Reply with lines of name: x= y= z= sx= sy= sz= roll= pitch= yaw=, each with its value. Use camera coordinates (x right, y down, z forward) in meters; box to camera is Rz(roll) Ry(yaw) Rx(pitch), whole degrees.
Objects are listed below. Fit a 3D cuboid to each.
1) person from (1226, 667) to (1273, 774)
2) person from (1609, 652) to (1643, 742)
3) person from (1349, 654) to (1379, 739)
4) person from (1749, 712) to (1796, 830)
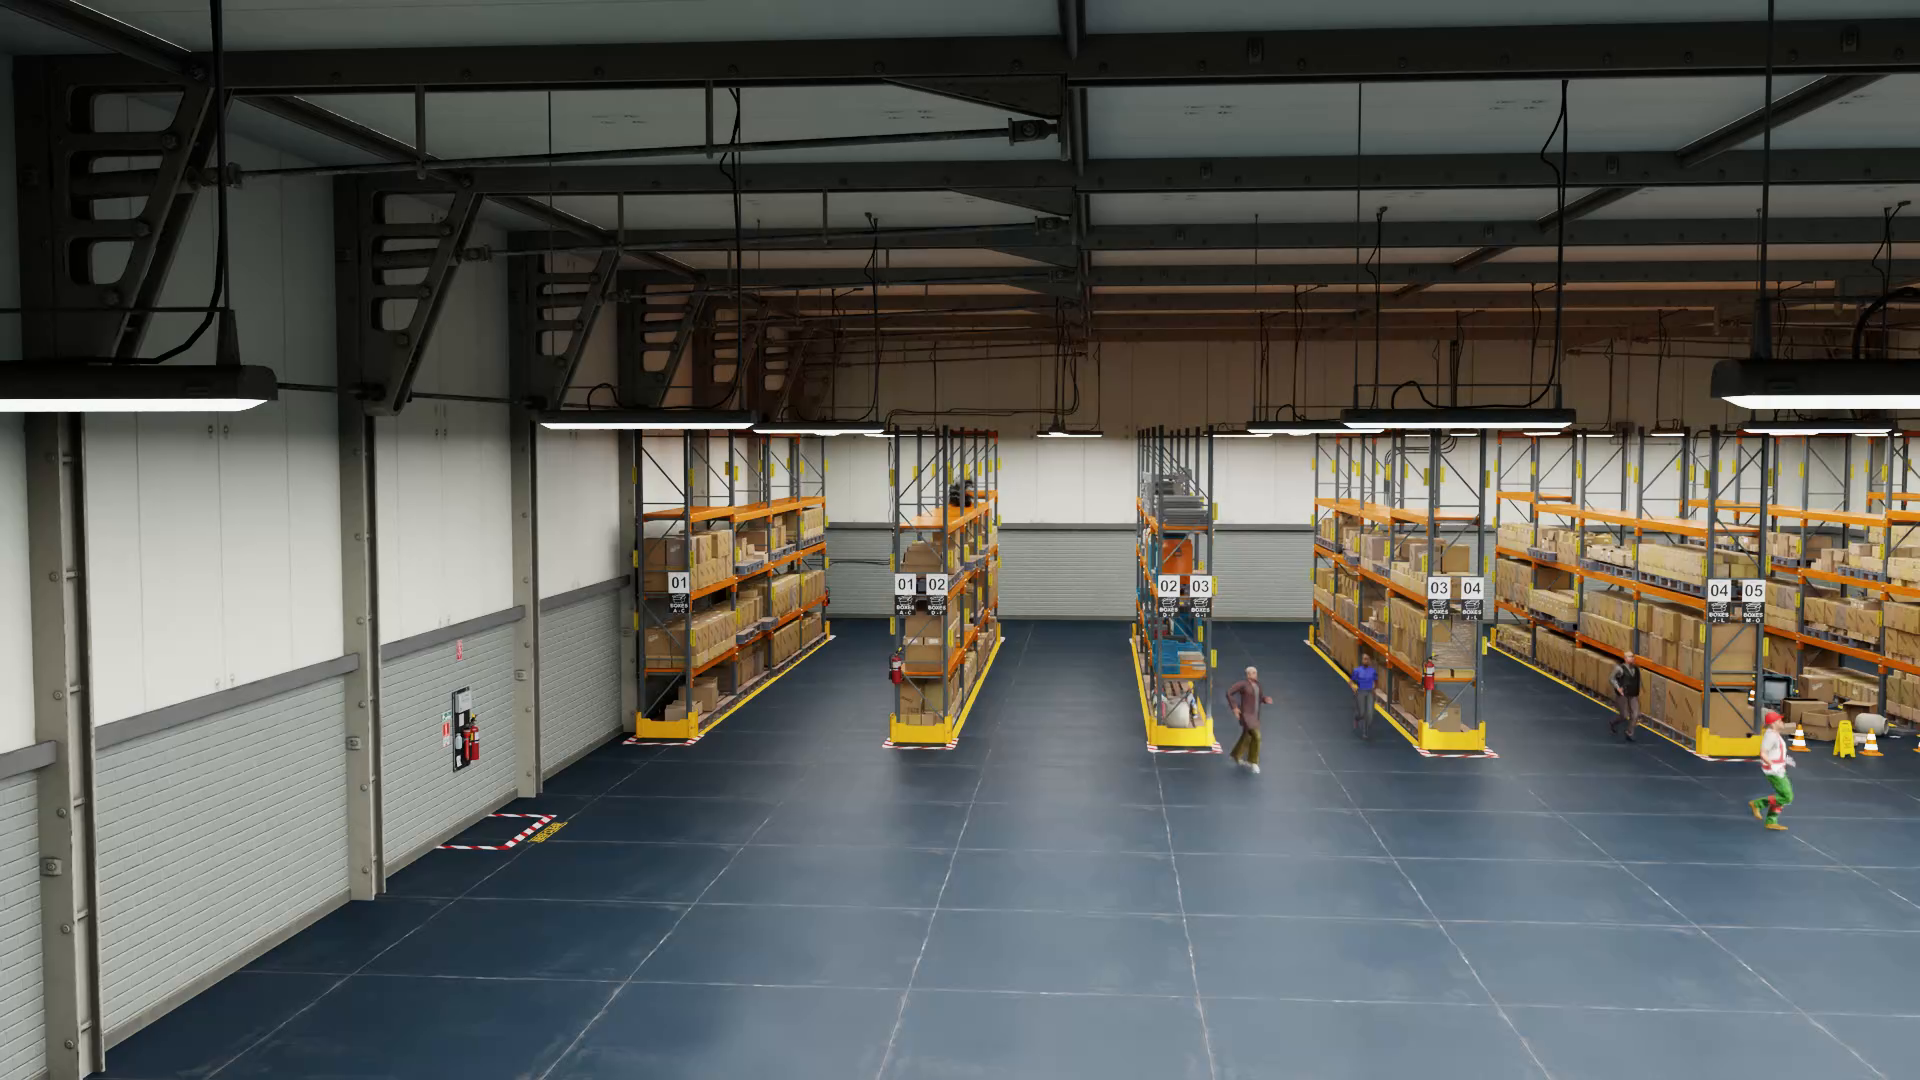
person: x=5.023 y=3.105 z=28.857 sx=0.859 sy=1.839 sz=0.685 roll=3 pitch=5 yaw=42
person: x=12.711 y=2.971 z=31.699 sx=0.675 sy=1.688 sz=0.723 roll=0 pitch=3 yaw=-8
person: x=7.795 y=2.996 z=32.003 sx=0.566 sy=1.598 sz=0.598 roll=0 pitch=3 yaw=0
person: x=11.934 y=3.387 z=24.414 sx=0.601 sy=1.738 sz=0.647 roll=2 pitch=4 yaw=29
